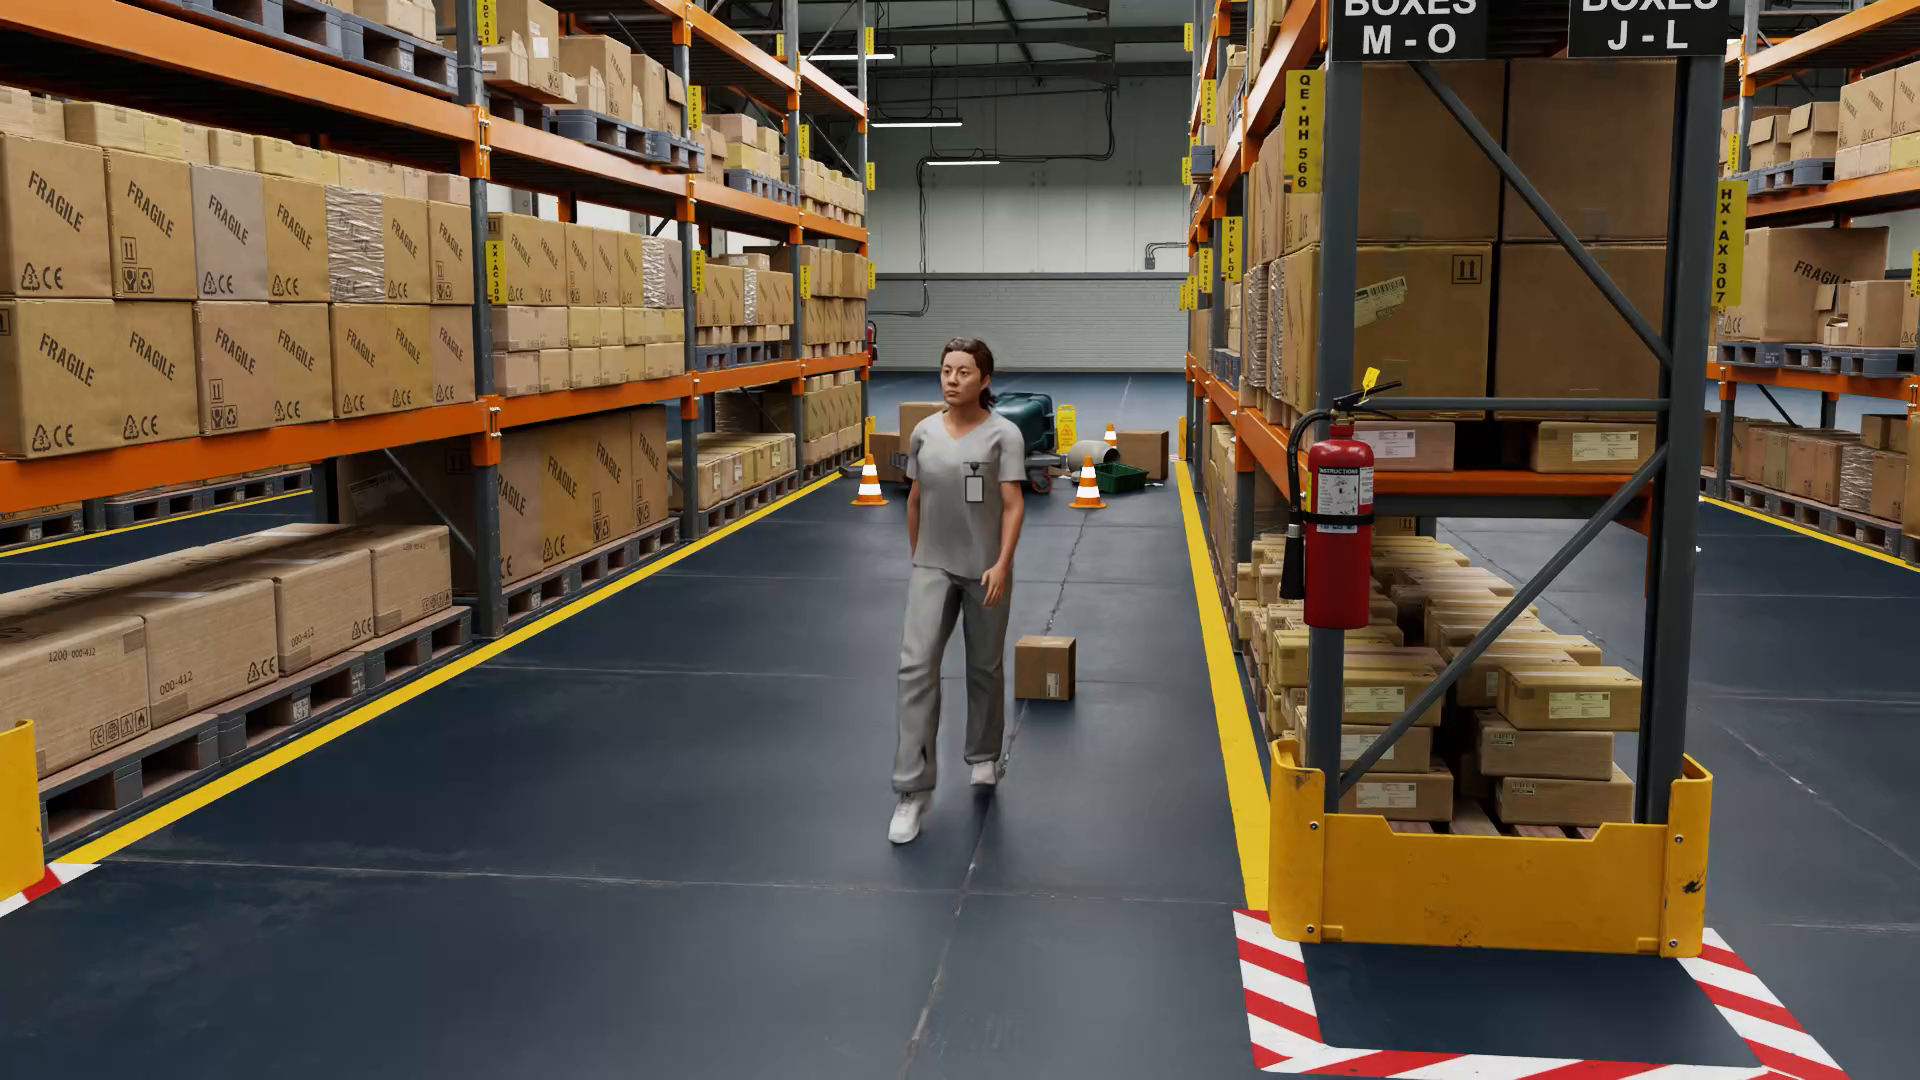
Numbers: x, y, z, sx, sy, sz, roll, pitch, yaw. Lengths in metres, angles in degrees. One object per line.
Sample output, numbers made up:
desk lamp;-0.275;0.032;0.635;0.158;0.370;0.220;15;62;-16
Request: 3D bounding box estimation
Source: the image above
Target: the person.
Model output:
person;-0.001;0.134;5.803;0.457;1.672;0.848;2;8;13
